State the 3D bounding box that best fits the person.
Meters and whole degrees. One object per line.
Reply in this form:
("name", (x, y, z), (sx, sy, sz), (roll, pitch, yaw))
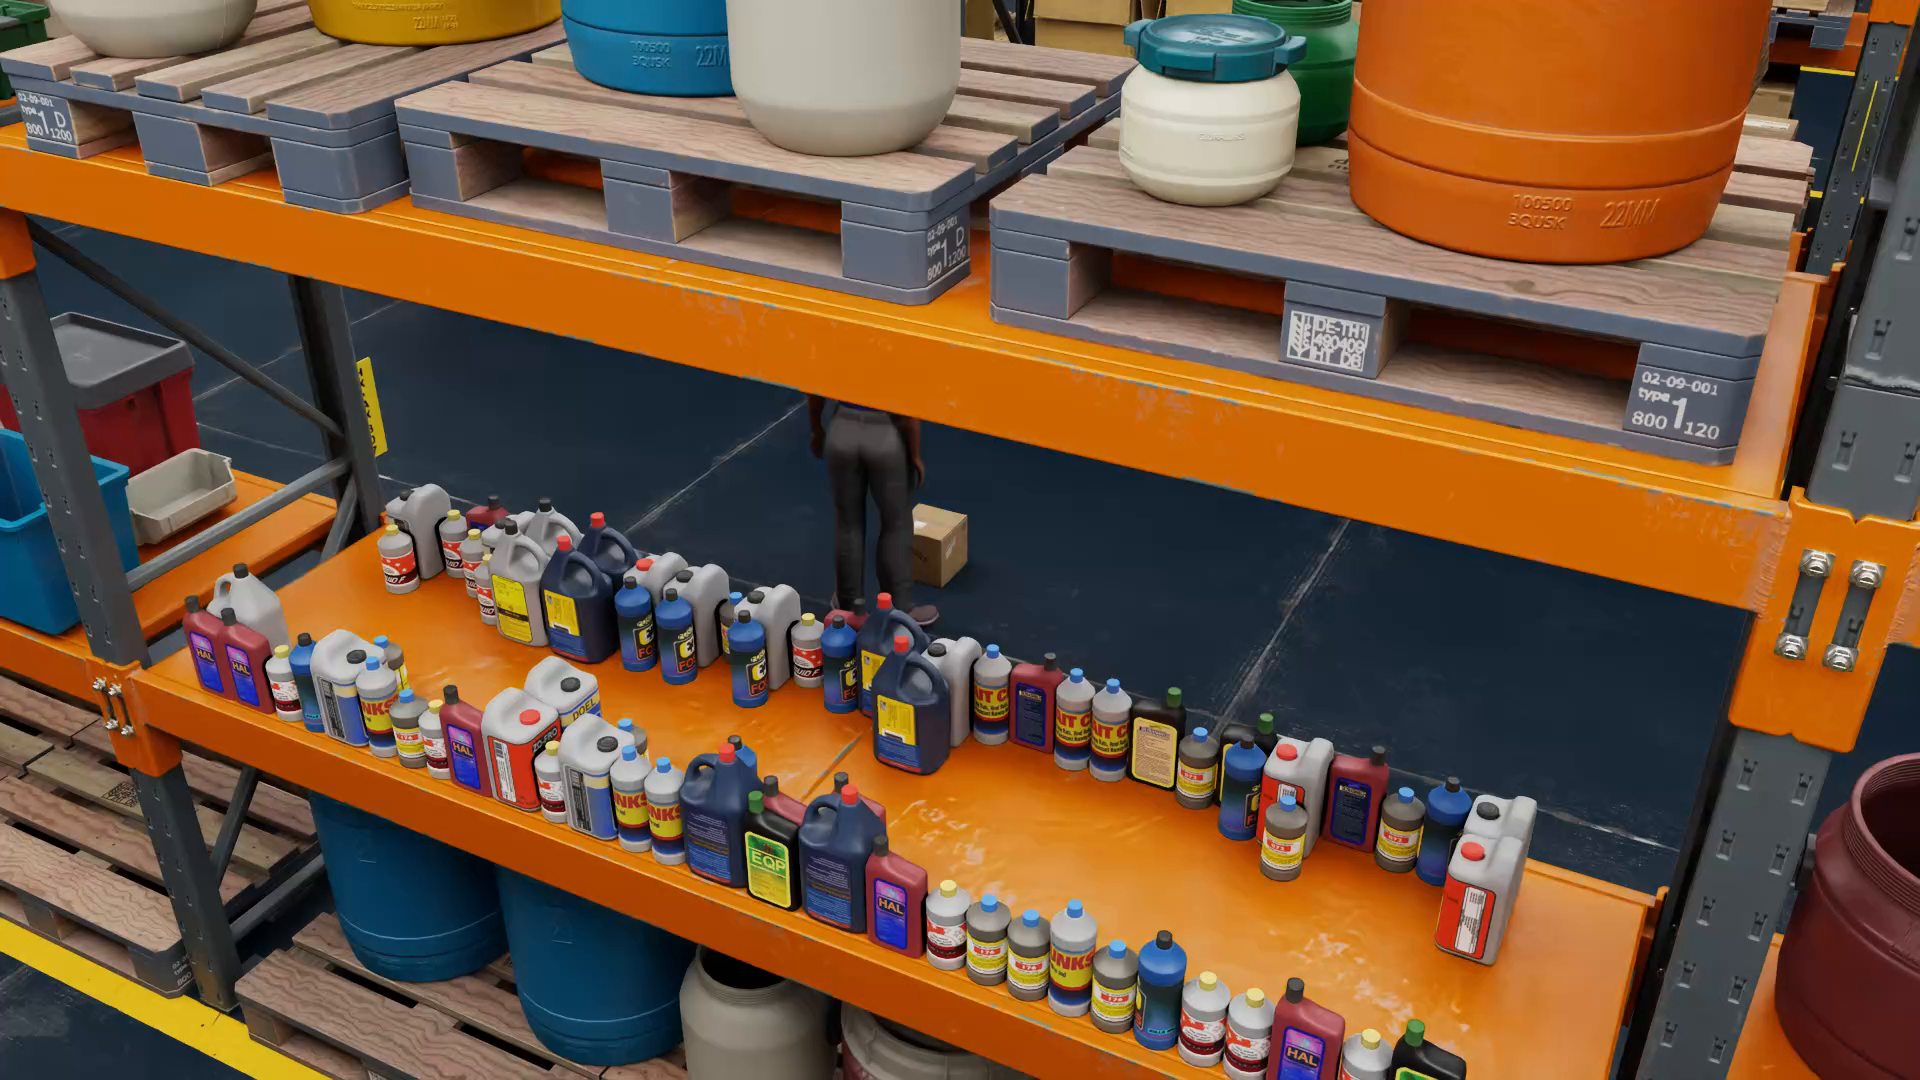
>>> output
("person", (-0.382, -0.365, 6.766), (0.548, 1.669, 0.324), (9, 31, 14))
